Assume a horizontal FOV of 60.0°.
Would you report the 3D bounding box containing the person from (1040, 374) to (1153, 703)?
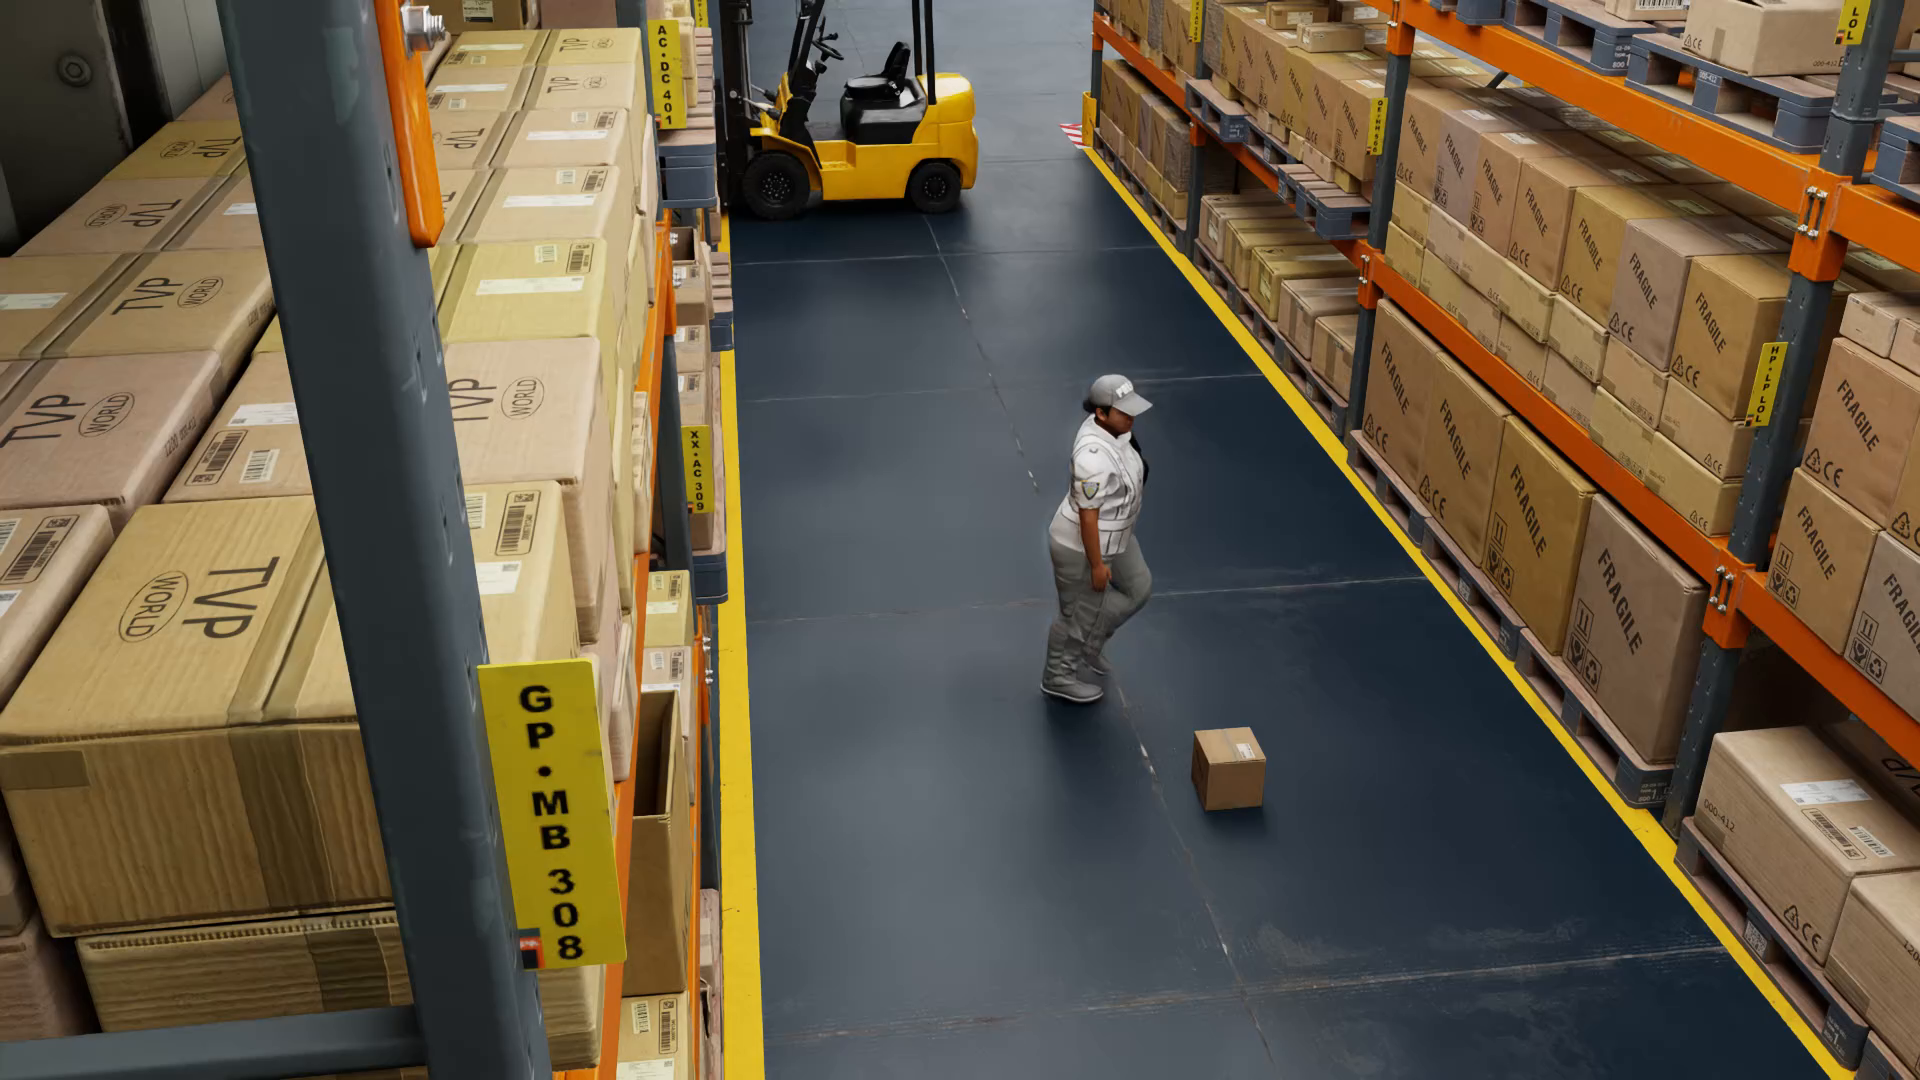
[{"bbox_3d":[0.624,0.009,7.571,0.469,1.669,0.542,9,29,16],"label":"person"}]
